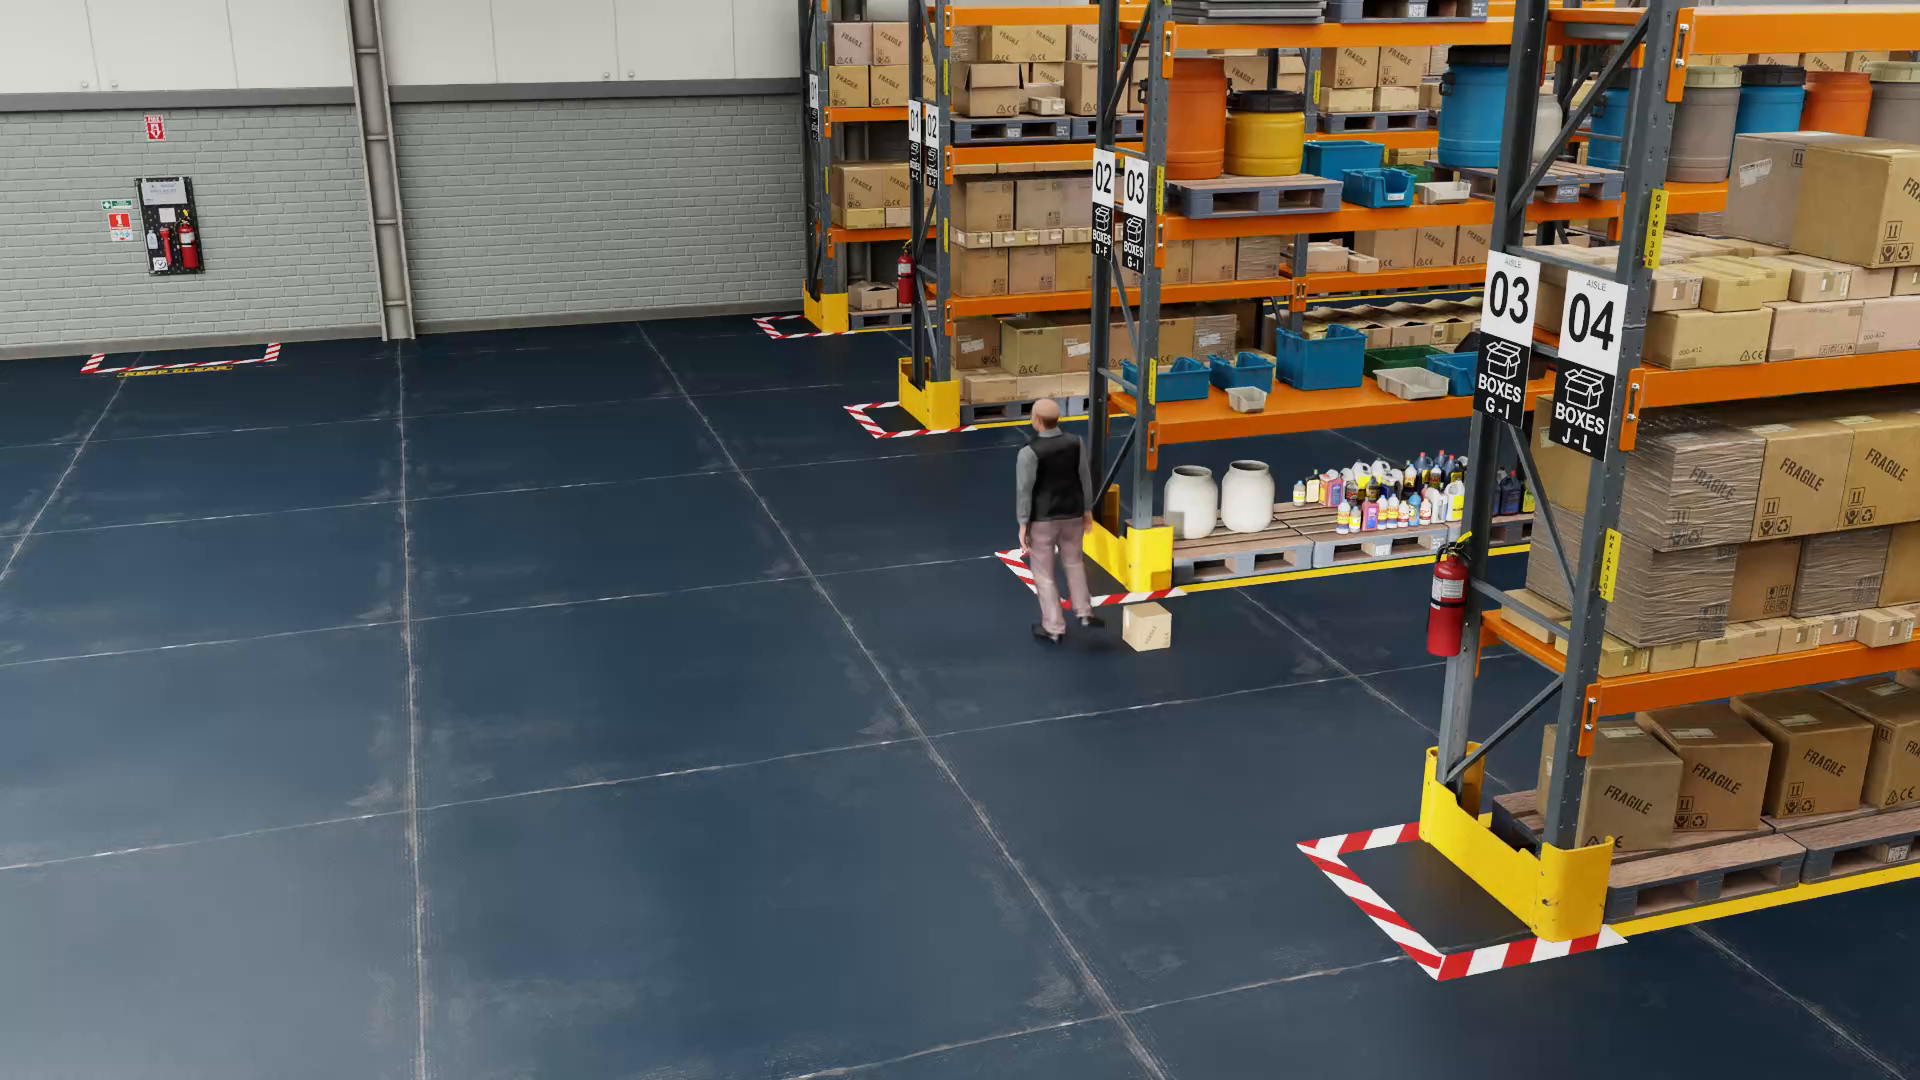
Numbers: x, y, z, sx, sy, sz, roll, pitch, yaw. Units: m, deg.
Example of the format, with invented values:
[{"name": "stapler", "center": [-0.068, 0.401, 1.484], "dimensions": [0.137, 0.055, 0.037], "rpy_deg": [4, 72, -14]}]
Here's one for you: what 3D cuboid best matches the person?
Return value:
[{"name": "person", "center": [0.683, -0.114, 11.440], "dimensions": [0.609, 1.712, 0.540], "rpy_deg": [-9, 21, -24]}]
